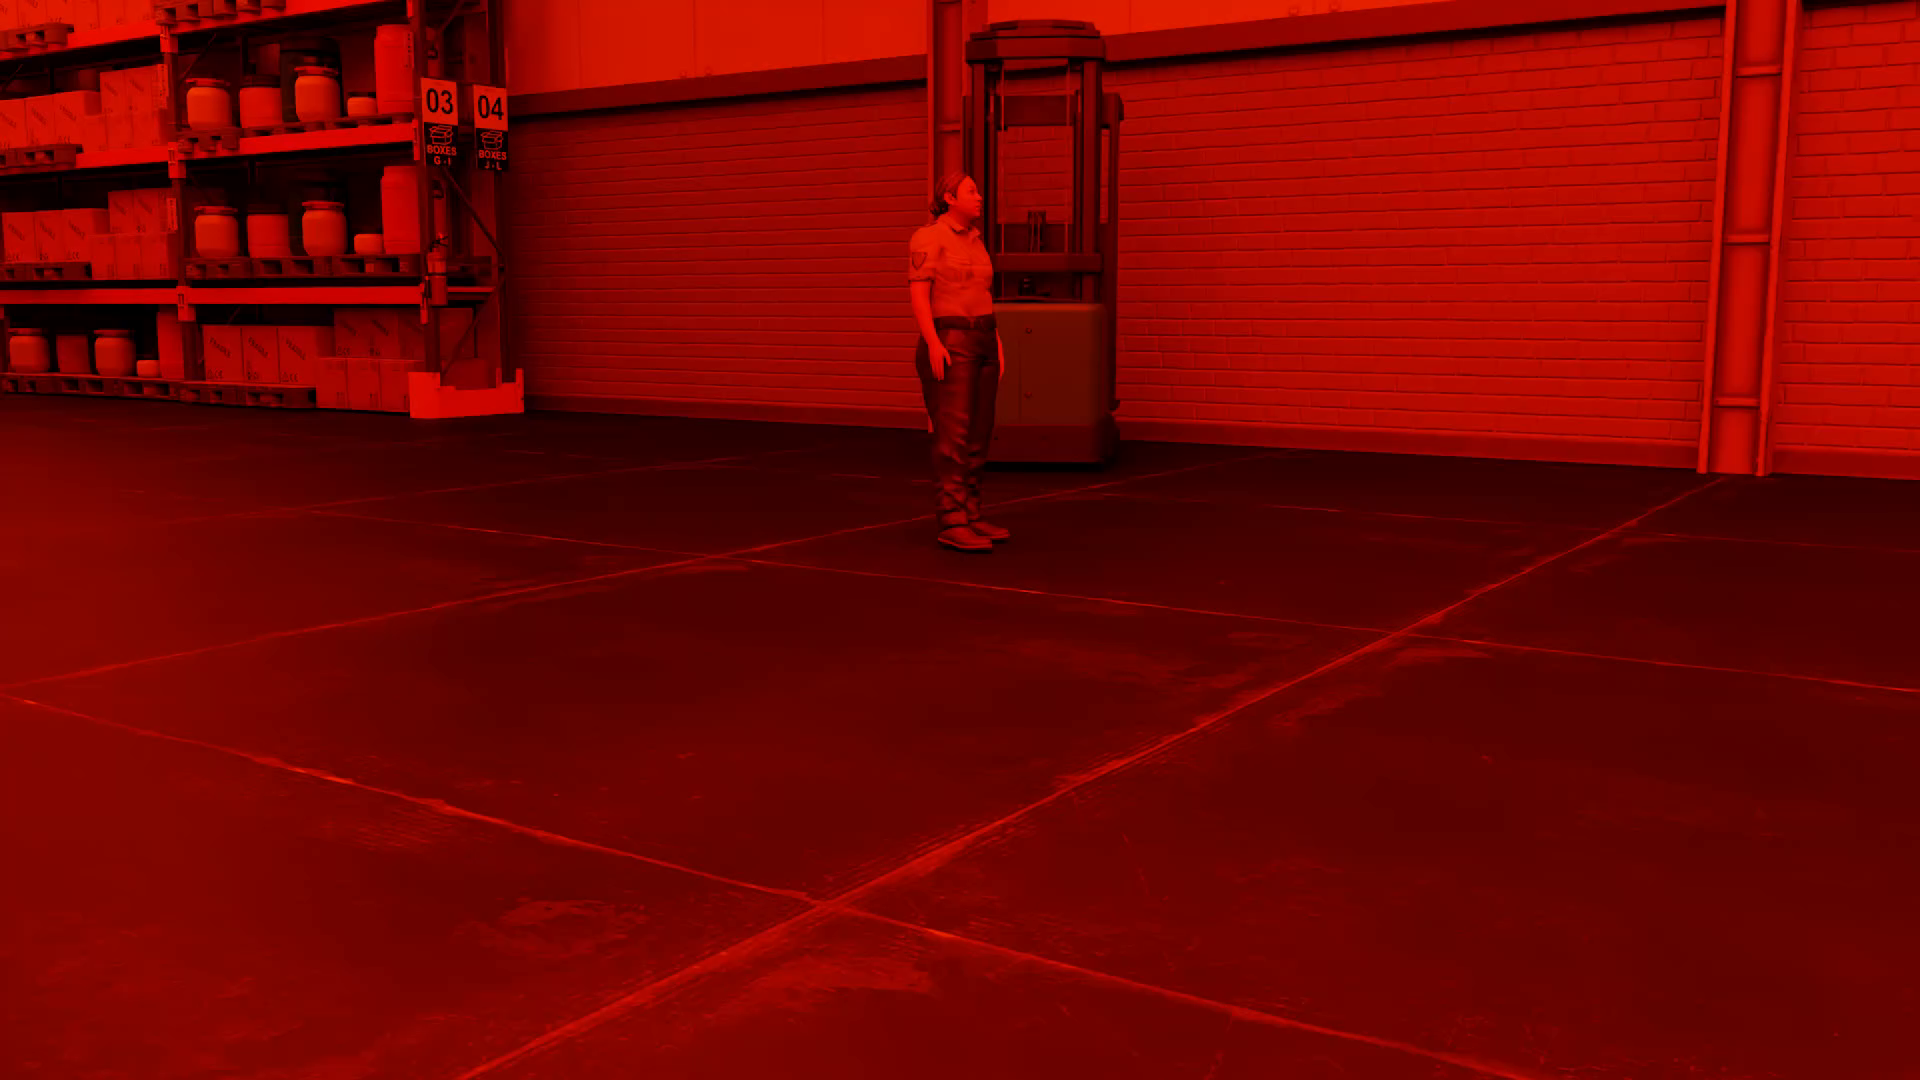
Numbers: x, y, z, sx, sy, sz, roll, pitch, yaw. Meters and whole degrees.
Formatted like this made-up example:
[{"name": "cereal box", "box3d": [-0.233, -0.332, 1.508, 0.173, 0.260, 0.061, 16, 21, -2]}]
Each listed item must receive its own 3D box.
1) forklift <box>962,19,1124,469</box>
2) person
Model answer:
[{"name": "forklift", "box3d": [0.591, -2.086, 11.861, 1.130, 2.935, 3.031, 1, 8, 8]}, {"name": "person", "box3d": [0.061, -0.814, 7.418, 0.503, 1.651, 0.598, 5, 10, 34]}]
